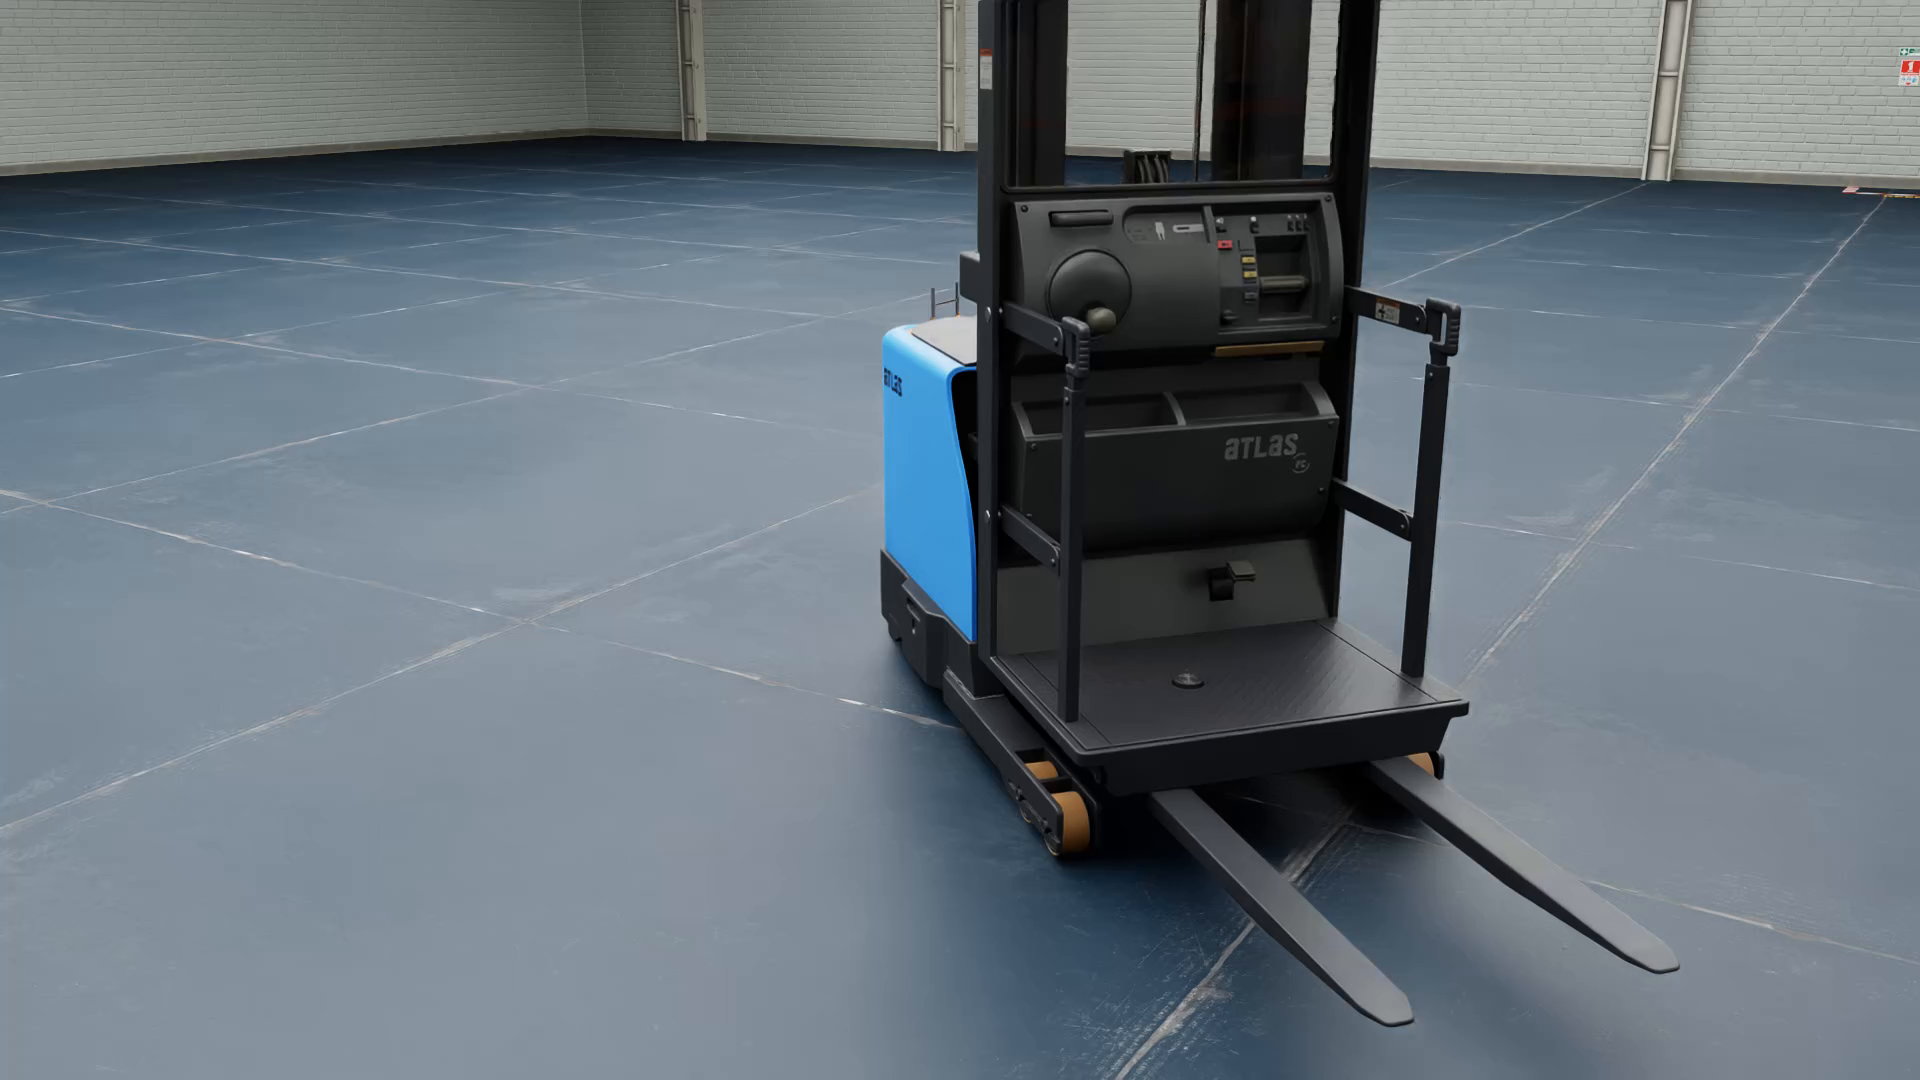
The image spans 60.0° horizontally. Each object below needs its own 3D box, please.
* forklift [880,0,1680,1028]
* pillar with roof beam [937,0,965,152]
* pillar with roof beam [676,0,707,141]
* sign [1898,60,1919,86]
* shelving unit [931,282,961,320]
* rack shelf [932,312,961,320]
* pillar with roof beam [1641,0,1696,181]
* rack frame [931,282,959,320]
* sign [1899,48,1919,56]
[{"bbox_3d":[0.659,-0.727,4.233,1.130,2.935,3.031,-5,18,-17],"label":"forklift"},{"bbox_3d":[-2.408,-10.268,25.200,0.400,9.000,9.100,10,20,30],"label":"pillar with roof beam"},{"bbox_3d":[-7.521,-11.180,28.204,0.400,9.000,9.100,10,20,30],"label":"pillar with roof beam"},{"bbox_3d":[12.680,-6.237,22.193,0.234,0.329,0.001,10,20,30],"label":"sign"},{"bbox_3d":[0.046,-0.494,6.702,0.252,1.050,0.215,10,20,30],"label":"shelving unit"},{"bbox_3d":[0.046,-0.756,6.622,0.240,0.259,0.215,10,20,30],"label":"rack shelf"},{"bbox_3d":[7.817,-8.442,19.191,0.400,9.000,9.100,10,20,30],"label":"pillar with roof beam"},{"bbox_3d":[-0.058,-0.513,6.763,0.008,1.050,0.200,10,20,30],"label":"rack frame"},{"bbox_3d":[12.679,-6.488,22.106,0.331,0.109,0.001,10,20,30],"label":"sign"}]
